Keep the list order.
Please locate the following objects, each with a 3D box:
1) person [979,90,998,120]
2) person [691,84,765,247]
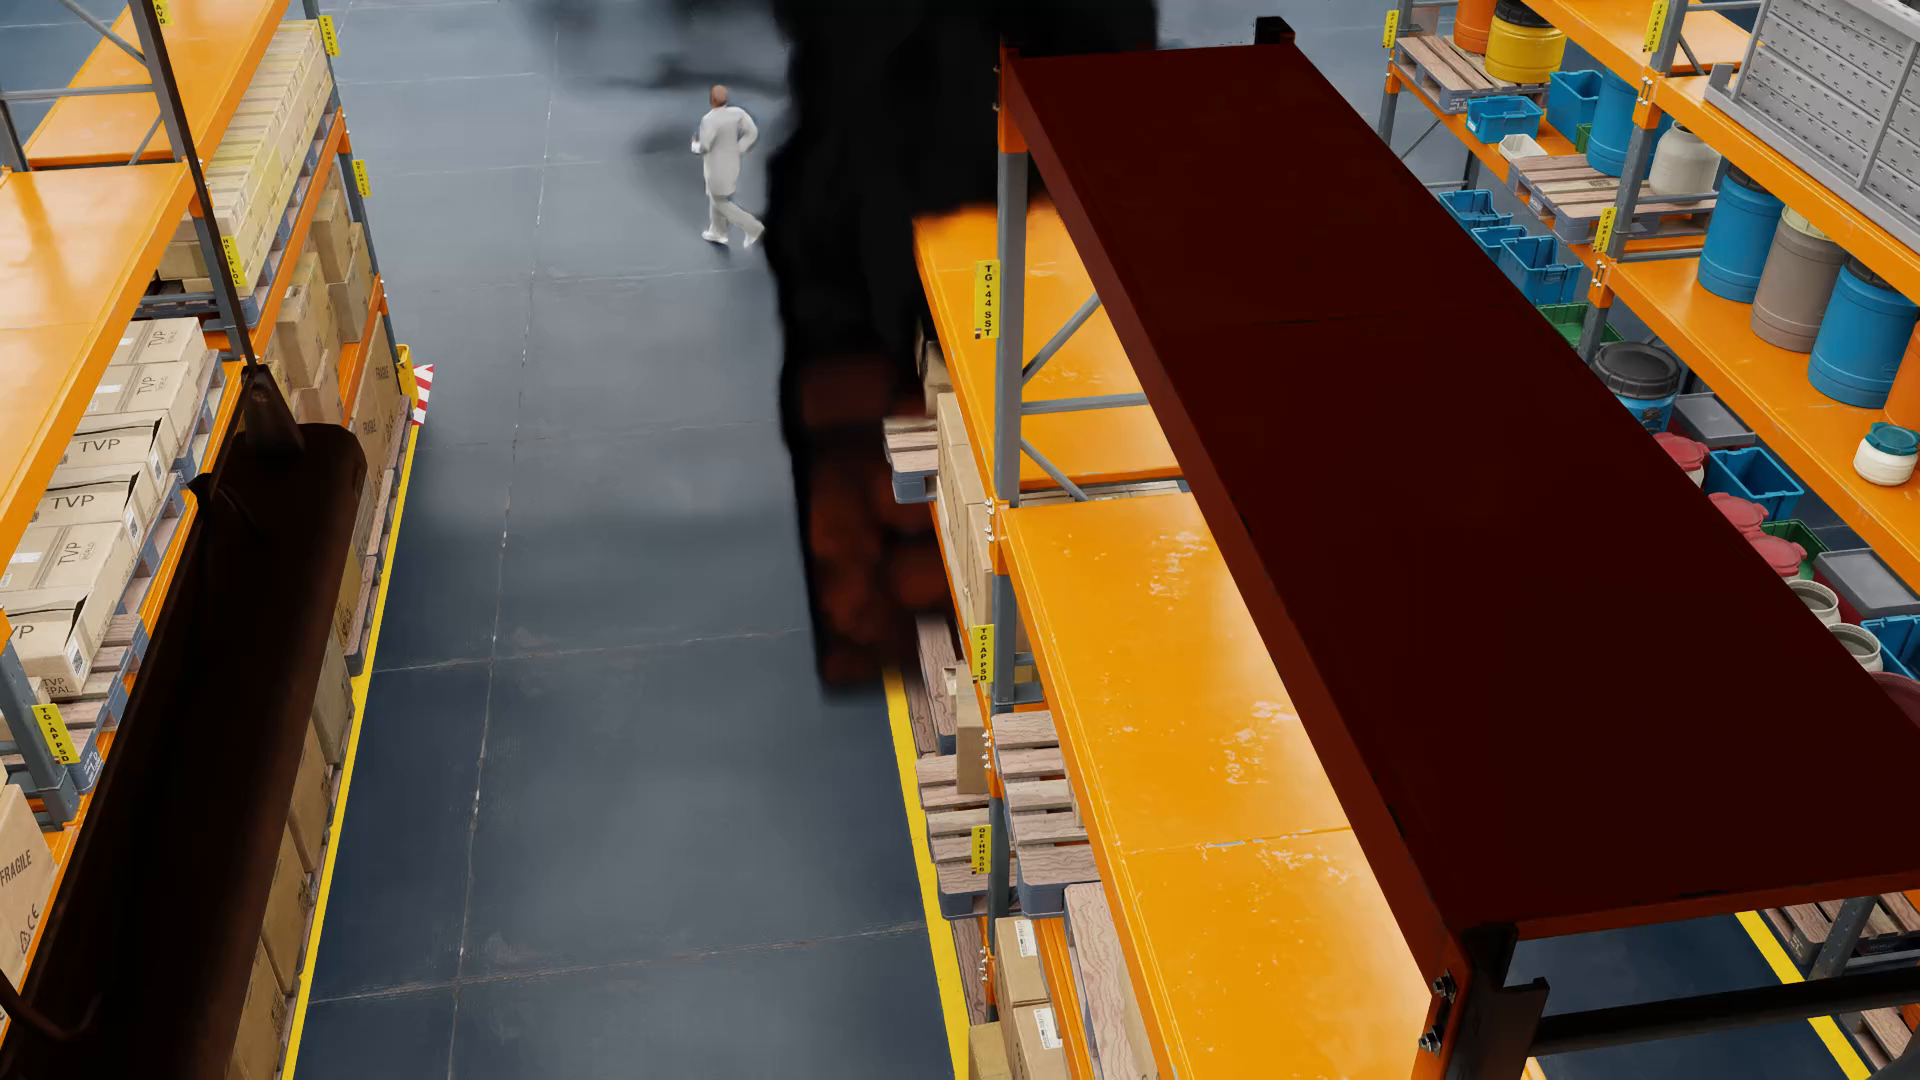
[{"bbox_3d":[0.230,-4.418,17.959,0.711,1.794,0.639,13,38,18],"label":"person"},{"bbox_3d":[-2.421,-3.813,17.163,0.923,1.783,0.699,24,43,29],"label":"person"}]
